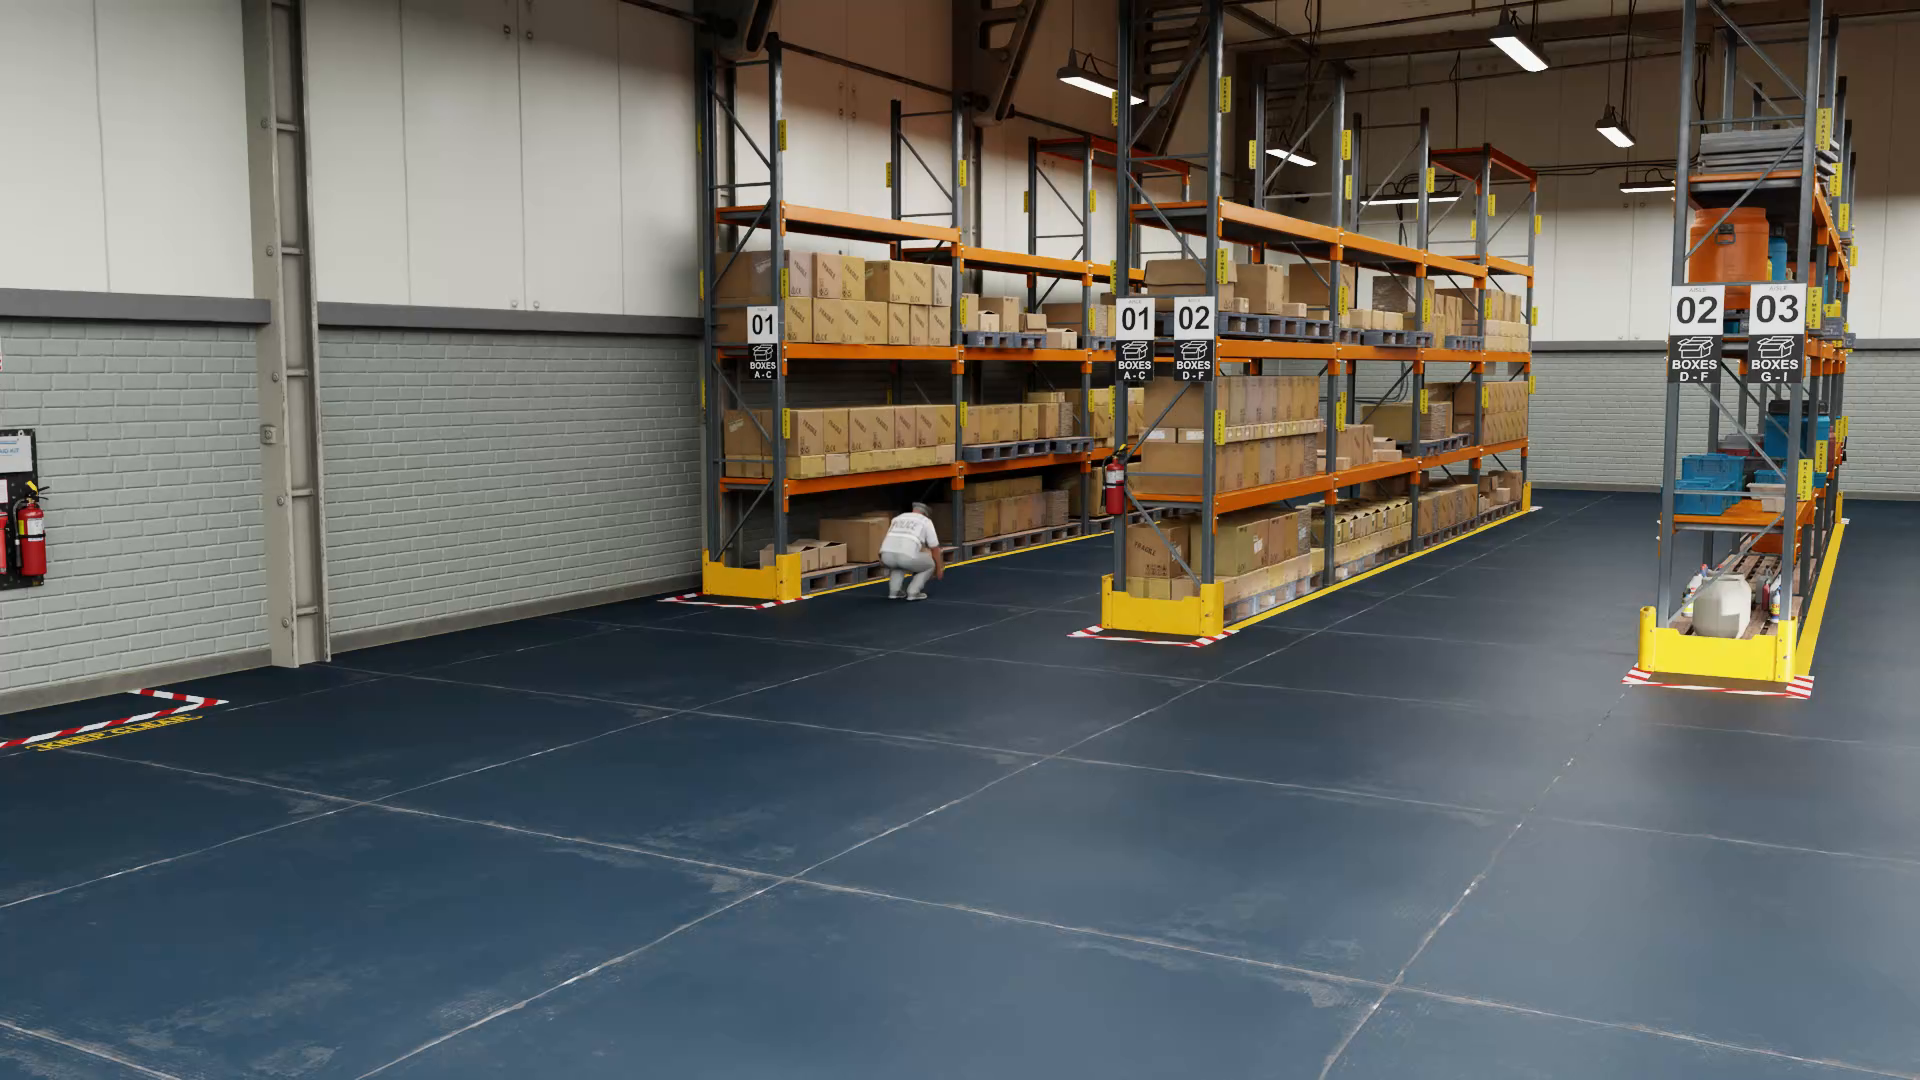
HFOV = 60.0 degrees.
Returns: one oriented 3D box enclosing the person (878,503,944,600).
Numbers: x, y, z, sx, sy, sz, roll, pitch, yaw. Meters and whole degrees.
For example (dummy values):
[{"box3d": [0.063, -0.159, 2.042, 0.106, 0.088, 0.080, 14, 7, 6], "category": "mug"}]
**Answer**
[{"box3d": [-0.564, 0.125, 18.395, 0.566, 1.038, 0.916, 3, 7, 28], "category": "person"}]
